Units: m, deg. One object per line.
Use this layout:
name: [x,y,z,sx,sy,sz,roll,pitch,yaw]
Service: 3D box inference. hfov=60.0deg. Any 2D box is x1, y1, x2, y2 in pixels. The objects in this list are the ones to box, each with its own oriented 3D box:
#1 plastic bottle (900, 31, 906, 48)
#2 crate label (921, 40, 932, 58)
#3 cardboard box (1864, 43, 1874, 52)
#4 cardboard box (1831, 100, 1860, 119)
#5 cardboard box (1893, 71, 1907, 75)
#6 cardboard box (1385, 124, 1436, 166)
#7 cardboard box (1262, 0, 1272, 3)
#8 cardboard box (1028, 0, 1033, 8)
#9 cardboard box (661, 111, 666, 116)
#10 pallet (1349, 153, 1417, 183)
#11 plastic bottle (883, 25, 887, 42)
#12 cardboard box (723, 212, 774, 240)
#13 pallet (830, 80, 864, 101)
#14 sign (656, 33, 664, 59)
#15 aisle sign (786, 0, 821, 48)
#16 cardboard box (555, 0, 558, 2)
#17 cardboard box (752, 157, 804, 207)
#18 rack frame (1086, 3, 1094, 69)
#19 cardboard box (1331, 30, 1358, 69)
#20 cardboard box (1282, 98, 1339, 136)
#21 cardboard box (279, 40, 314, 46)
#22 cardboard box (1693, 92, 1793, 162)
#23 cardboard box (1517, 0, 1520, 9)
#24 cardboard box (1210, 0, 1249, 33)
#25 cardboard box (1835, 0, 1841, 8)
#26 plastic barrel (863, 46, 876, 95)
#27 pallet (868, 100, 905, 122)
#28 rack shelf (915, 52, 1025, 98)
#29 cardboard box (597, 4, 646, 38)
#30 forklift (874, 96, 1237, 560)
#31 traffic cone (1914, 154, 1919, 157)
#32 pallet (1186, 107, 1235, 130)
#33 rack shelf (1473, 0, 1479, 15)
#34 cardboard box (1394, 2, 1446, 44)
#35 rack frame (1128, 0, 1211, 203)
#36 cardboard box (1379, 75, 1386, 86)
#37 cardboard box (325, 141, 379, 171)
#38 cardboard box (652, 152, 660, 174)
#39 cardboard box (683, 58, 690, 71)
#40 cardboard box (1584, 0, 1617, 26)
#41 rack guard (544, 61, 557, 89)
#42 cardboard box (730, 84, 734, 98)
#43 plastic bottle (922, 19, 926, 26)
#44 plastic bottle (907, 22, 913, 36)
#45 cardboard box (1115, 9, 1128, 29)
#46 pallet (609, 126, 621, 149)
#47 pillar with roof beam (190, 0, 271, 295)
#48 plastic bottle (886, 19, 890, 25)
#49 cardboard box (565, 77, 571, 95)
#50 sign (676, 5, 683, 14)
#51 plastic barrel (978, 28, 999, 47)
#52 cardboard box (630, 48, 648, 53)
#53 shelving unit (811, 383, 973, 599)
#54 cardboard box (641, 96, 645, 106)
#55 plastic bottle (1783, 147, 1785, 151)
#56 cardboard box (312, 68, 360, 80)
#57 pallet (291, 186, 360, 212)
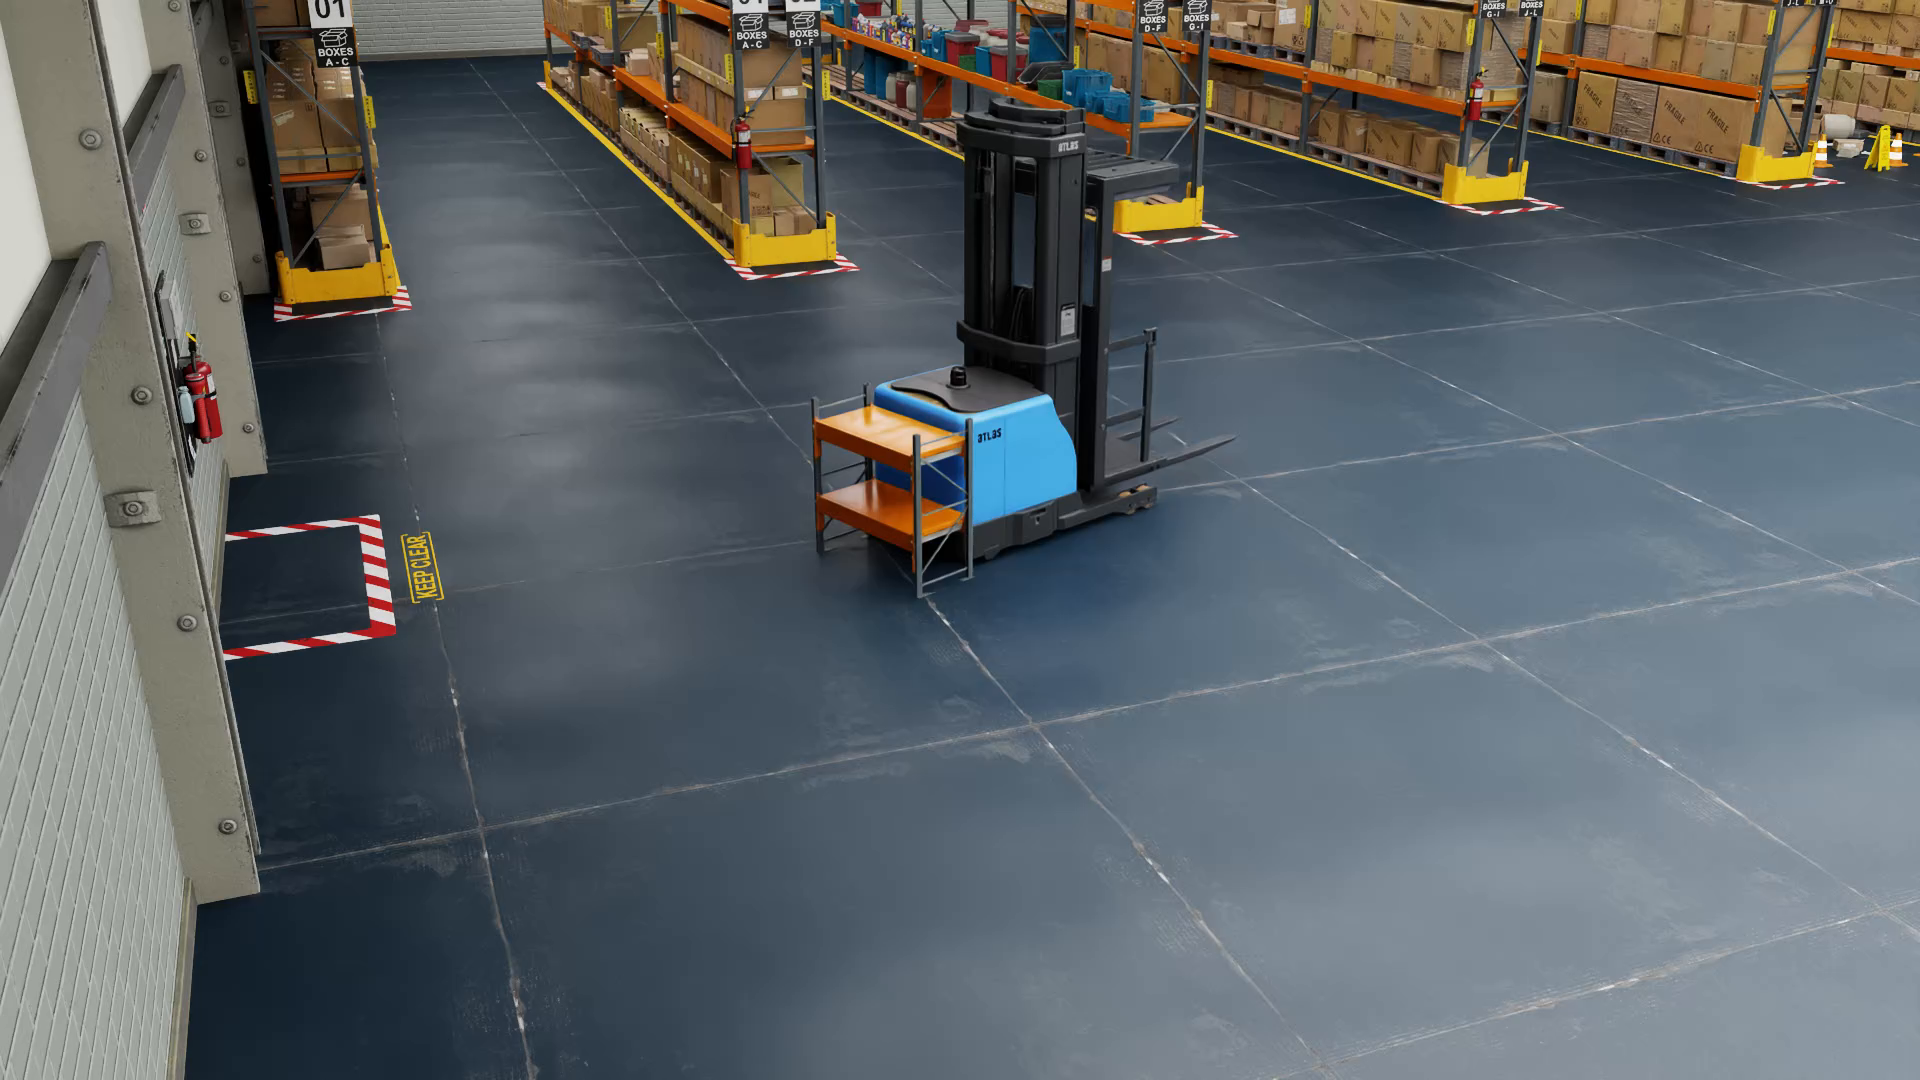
plastic bottle: [-0.963,-8.494,28.207,0.097,0.271,0.097,0,23,0]
crate label: [-0.449,-7.985,27.048,0.303,0.233,0.416,-8,24,-19]
cardboard box: [15.320,-8.214,27.699,0.380,0.149,0.250,-8,24,-19]
cardboard box: [15.225,-7.335,28.290,0.500,0.250,0.500,-7,24,-16]
cardboard box: [15.893,-7.576,27.897,0.500,0.500,0.500,-7,24,-16]
cardboard box: [6.561,-5.752,24.214,0.500,0.500,0.500,-6,24,-14]
cardboard box: [6.710,-11.557,35.632,0.380,0.149,0.250,-8,24,-18]
cardboard box: [1.653,-11.282,34.979,0.380,0.149,0.250,-9,24,-20]
cardboard box: [-4.277,-6.428,25.417,0.500,0.311,0.500,-9,24,-20]
pallet: [6.505,-5.524,24.585,1.003,0.211,1.213,-8,24,-19]
plastic bottle: [-1.305,-8.832,28.993,0.061,0.283,0.133,-8,24,-19]
cardboard box: [-2.522,-3.762,19.813,0.500,0.250,0.500,-8,24,-19]
pallet: [-1.956,-8.697,32.112,1.003,0.211,1.213,-8,24,-19]
sign: [-3.974,-6.554,22.048,0.100,0.325,0.005,-8,24,-19]
aisle sign: [-1.747,-5.897,18.533,0.394,0.787,0.004,-8,24,-19]
cardboard box: [-7.254,-10.248,30.787,0.500,0.500,0.500,-9,24,-19]
cardboard box: [-2.216,-4.360,20.266,0.500,0.500,0.500,-8,24,-19]
rack frame: [2.973,-10.399,32.561,1.000,3.000,0.127,-8,24,-19]
cardboard box: [6.044,-7.317,24.737,0.875,0.500,0.500,-8,24,-19]
cardboard box: [5.603,-6.769,26.601,0.700,0.500,0.500,-10,25,-23]
cardboard box: [-8.879,-6.537,22.702,0.700,0.500,0.500,-8,24,-19]
cardboard box: [11.587,-6.135,24.638,0.875,0.875,0.875,-8,24,-19]
cardboard box: [9.933,-9.193,28.283,0.700,0.500,0.500,-8,24,-19]
cardboard box: [4.615,-8.995,28.559,0.500,0.500,0.500,-12,25,-25]
cardboard box: [15.023,-9.306,28.169,0.700,0.500,0.500,-9,24,-20]
plastic barrel: [-1.484,-8.746,30.800,0.600,0.901,0.708,-8,24,-19]
pallet: [-0.992,-7.705,29.758,1.003,0.211,1.213,-8,24,-19]
rack shelf: [0.459,-7.208,25.916,1.077,0.370,4.000,-8,24,-19]
cardboard box: [-5.614,-8.648,27.736,0.700,0.500,0.500,-15,27,-32]
forklift: [0.829,-1.673,11.947,3.031,2.935,1.130,-19,29,-37]
traffic cone: [15.125,-6.209,25.886,0.336,0.463,0.334,-8,24,-19]
pallet: [4.661,-7.377,28.980,1.003,0.211,1.213,-8,24,-19]
rack shelf: [6.506,-7.816,23.497,1.077,0.370,4.000,-8,24,-19]
cardboard box: [6.431,-7.212,23.199,0.500,0.500,0.500,-8,24,-19]
rack frame: [2.579,-5.359,20.604,1.000,3.000,0.127,-8,24,-19]
cardboard box: [6.267,-6.629,23.940,0.380,0.149,0.250,-8,24,-19]
cardboard box: [-6.565,-4.161,17.928,0.500,0.250,0.500,-9,25,-21]
cardboard box: [-4.064,-5.356,23.595,0.500,0.250,0.500,-9,24,-20]
cardboard box: [-3.374,-6.171,21.564,0.380,0.149,0.250,-9,24,-20]
cardboard box: [10.573,-8.564,26.624,0.875,0.550,0.550,-8,24,-19]
rack guard: [-7.682,-9.315,33.208,1.175,0.500,0.348,-8,24,-19]
cardboard box: [-2.463,-5.234,19.342,0.380,0.149,0.250,-8,24,-18]
plastic bottle: [-0.640,-9.008,29.323,0.144,0.351,0.185,-8,24,-19]
plastic bottle: [-0.892,-9.088,29.617,0.097,0.271,0.097,0,23,0]
cardboard box: [3.257,-9.879,31.199,0.500,0.500,0.500,-9,24,-20]
pallet: [-5.111,-6.579,27.089,1.003,0.211,1.213,-8,24,-19]
pillar with roof beam: [-3.718,-7.491,17.937,9.100,9.000,0.400,-8,24,-19]
plastic bottle: [-1.329,-9.505,30.696,0.097,0.201,0.097,0,23,0]
cardboard box: [-7.027,-8.446,30.822,0.500,0.311,0.500,-8,24,-19]
sign: [-4.364,-8.199,25.850,0.100,0.325,0.005,-8,24,-19]
plastic barrel: [0.465,-7.820,26.298,0.421,0.512,0.421,0,23,0]
cardboard box: [-4.795,-7.409,25.581,0.500,0.311,0.500,-7,24,-16]
shelving unit: [-0.455,-0.347,11.124,0.538,1.125,1.048,-20,30,-39]
cardboard box: [-4.966,-7.033,27.226,0.500,0.500,0.500,-9,25,-21]
plastic bottle: [12.982,-6.251,26.502,0.133,0.061,0.283,-18,29,-37]
cardboard box: [-7.297,-5.245,19.534,0.500,0.500,0.500,-9,24,-21]
pallet: [-8.379,-4.451,22.039,1.003,0.211,1.213,-8,24,-19]
